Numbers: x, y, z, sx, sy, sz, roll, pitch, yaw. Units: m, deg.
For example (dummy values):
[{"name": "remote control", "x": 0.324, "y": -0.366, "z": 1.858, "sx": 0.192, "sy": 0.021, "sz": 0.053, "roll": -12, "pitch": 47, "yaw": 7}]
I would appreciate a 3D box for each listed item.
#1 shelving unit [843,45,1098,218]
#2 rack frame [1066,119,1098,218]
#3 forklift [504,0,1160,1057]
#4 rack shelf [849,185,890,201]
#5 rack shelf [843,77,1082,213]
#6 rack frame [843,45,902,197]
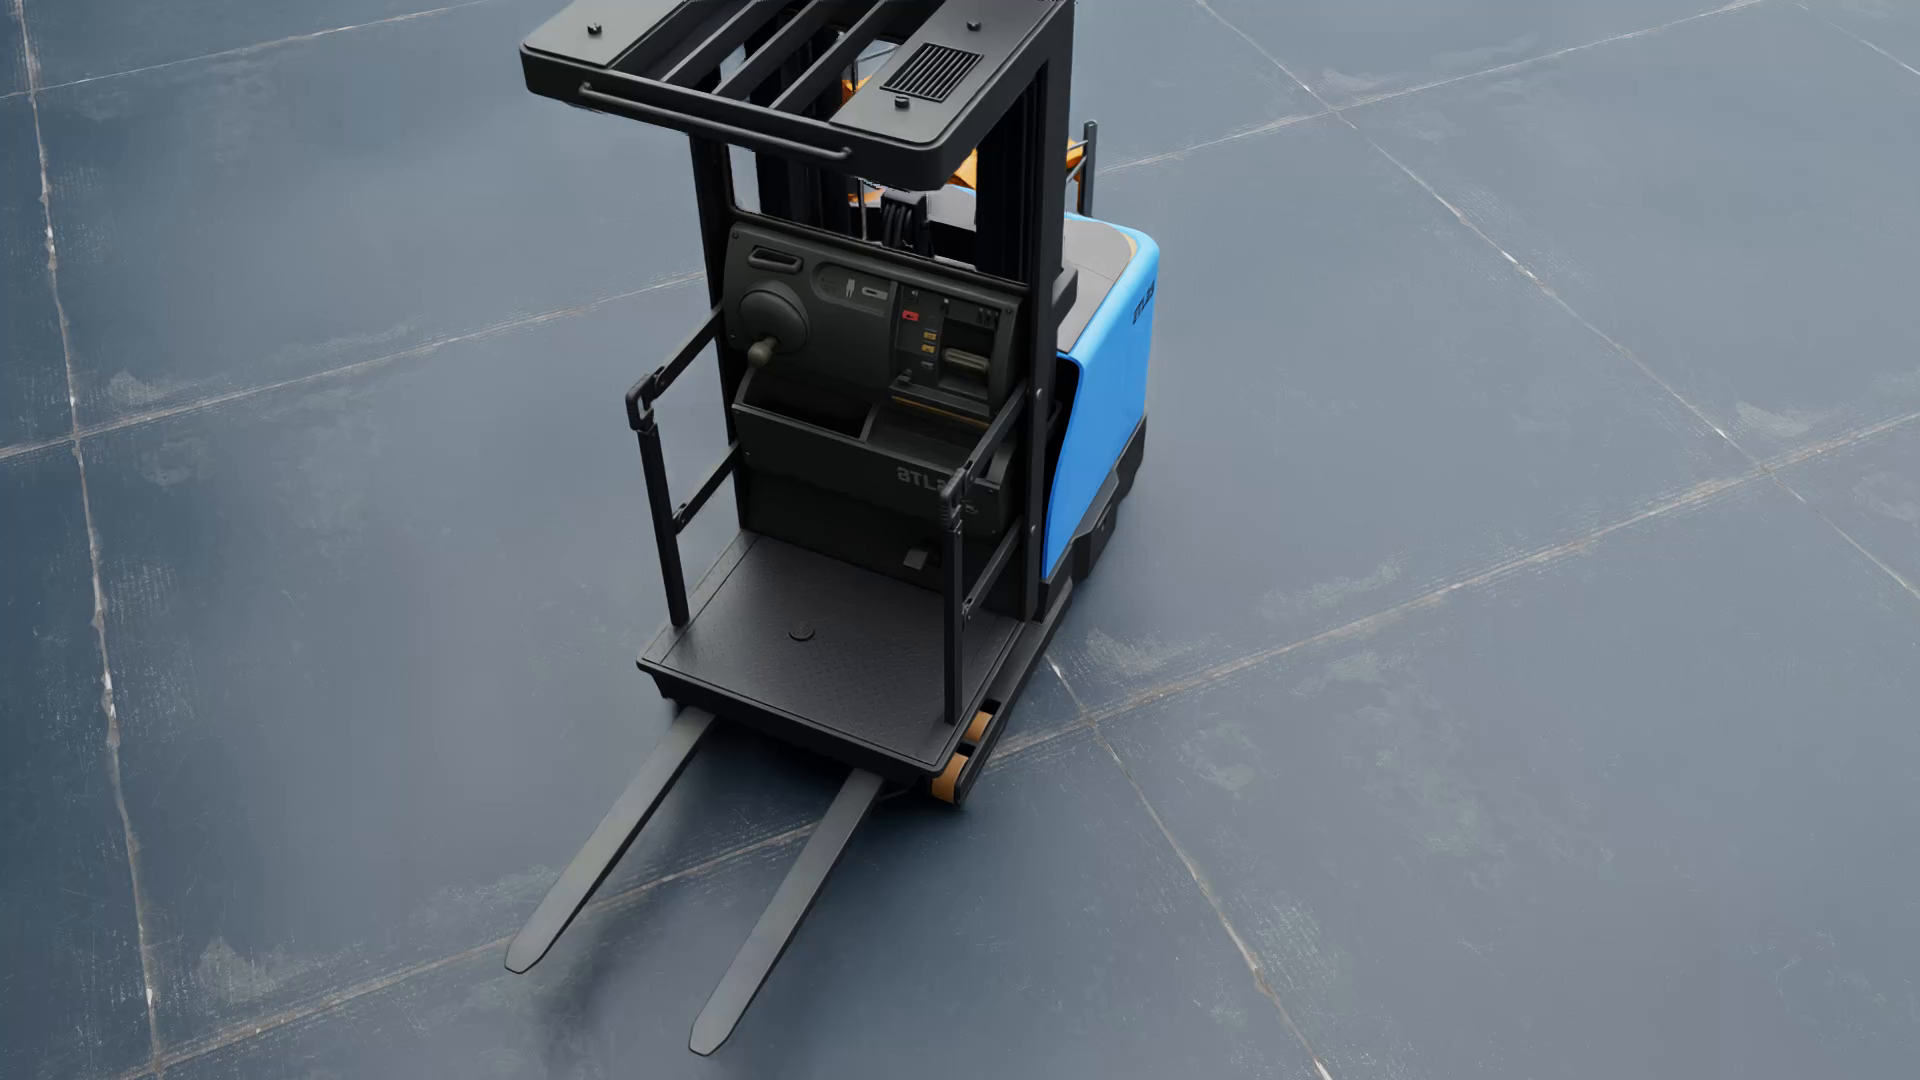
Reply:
[{"name": "shelving unit", "x": 0.016, "y": -1.369, "z": 6.837, "sx": 0.538, "sy": 1.125, "sz": 1.048, "roll": -26, "pitch": 50, "yaw": -24}, {"name": "rack frame", "x": 0.302, "y": -1.074, "z": 6.538, "sx": 0.500, "sy": 1.125, "sz": 0.032, "roll": -26, "pitch": 50, "yaw": -24}, {"name": "forklift", "x": -0.360, "y": -0.546, "z": 4.716, "sx": 1.130, "sy": 2.935, "sz": 3.031, "roll": 18, "pitch": 47, "yaw": 17}, {"name": "rack shelf", "x": 0.016, "y": -1.195, "z": 7.008, "sx": 0.538, "sy": 0.278, "sz": 1.000, "roll": -26, "pitch": 50, "yaw": -24}, {"name": "rack shelf", "x": 0.016, "y": -1.577, "z": 6.631, "sx": 0.538, "sy": 0.278, "sz": 1.000, "roll": -26, "pitch": 50, "yaw": -24}, {"name": "rack frame", "x": -0.271, "y": -1.664, "z": 7.135, "sx": 0.500, "sy": 1.125, "sz": 0.032, "roll": -26, "pitch": 50, "yaw": -24}]
